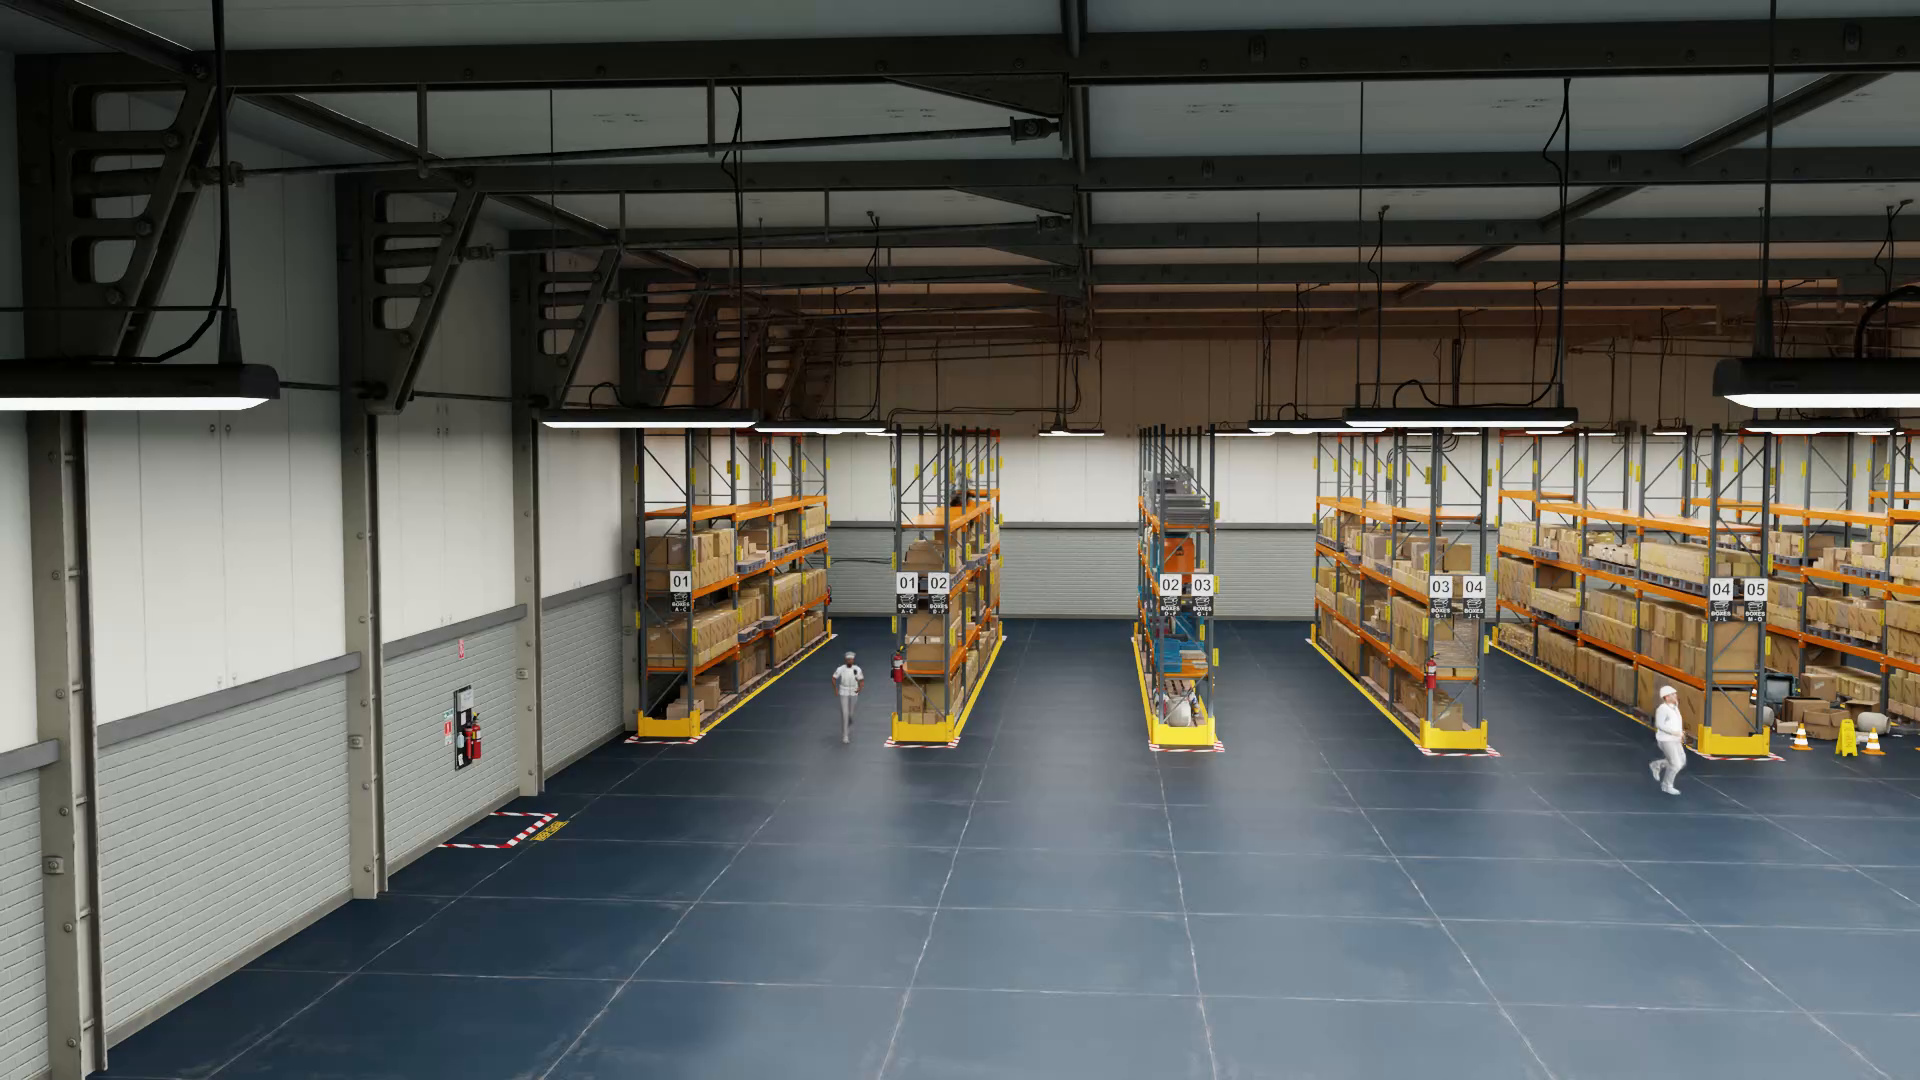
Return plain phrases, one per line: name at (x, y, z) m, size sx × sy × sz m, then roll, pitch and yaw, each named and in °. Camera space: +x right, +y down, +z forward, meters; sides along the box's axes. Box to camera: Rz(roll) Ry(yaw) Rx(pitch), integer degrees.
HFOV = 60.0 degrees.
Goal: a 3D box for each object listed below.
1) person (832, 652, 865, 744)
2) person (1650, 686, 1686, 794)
person at (-2.118, 2.963, 31.626) m, size 0.616 × 1.694 × 0.882 m, roll -1°, pitch 4°, yaw -13°
person at (11.467, 3.226, 26.937) m, size 0.609 × 1.735 × 0.691 m, roll 3°, pitch 5°, yaw 41°
